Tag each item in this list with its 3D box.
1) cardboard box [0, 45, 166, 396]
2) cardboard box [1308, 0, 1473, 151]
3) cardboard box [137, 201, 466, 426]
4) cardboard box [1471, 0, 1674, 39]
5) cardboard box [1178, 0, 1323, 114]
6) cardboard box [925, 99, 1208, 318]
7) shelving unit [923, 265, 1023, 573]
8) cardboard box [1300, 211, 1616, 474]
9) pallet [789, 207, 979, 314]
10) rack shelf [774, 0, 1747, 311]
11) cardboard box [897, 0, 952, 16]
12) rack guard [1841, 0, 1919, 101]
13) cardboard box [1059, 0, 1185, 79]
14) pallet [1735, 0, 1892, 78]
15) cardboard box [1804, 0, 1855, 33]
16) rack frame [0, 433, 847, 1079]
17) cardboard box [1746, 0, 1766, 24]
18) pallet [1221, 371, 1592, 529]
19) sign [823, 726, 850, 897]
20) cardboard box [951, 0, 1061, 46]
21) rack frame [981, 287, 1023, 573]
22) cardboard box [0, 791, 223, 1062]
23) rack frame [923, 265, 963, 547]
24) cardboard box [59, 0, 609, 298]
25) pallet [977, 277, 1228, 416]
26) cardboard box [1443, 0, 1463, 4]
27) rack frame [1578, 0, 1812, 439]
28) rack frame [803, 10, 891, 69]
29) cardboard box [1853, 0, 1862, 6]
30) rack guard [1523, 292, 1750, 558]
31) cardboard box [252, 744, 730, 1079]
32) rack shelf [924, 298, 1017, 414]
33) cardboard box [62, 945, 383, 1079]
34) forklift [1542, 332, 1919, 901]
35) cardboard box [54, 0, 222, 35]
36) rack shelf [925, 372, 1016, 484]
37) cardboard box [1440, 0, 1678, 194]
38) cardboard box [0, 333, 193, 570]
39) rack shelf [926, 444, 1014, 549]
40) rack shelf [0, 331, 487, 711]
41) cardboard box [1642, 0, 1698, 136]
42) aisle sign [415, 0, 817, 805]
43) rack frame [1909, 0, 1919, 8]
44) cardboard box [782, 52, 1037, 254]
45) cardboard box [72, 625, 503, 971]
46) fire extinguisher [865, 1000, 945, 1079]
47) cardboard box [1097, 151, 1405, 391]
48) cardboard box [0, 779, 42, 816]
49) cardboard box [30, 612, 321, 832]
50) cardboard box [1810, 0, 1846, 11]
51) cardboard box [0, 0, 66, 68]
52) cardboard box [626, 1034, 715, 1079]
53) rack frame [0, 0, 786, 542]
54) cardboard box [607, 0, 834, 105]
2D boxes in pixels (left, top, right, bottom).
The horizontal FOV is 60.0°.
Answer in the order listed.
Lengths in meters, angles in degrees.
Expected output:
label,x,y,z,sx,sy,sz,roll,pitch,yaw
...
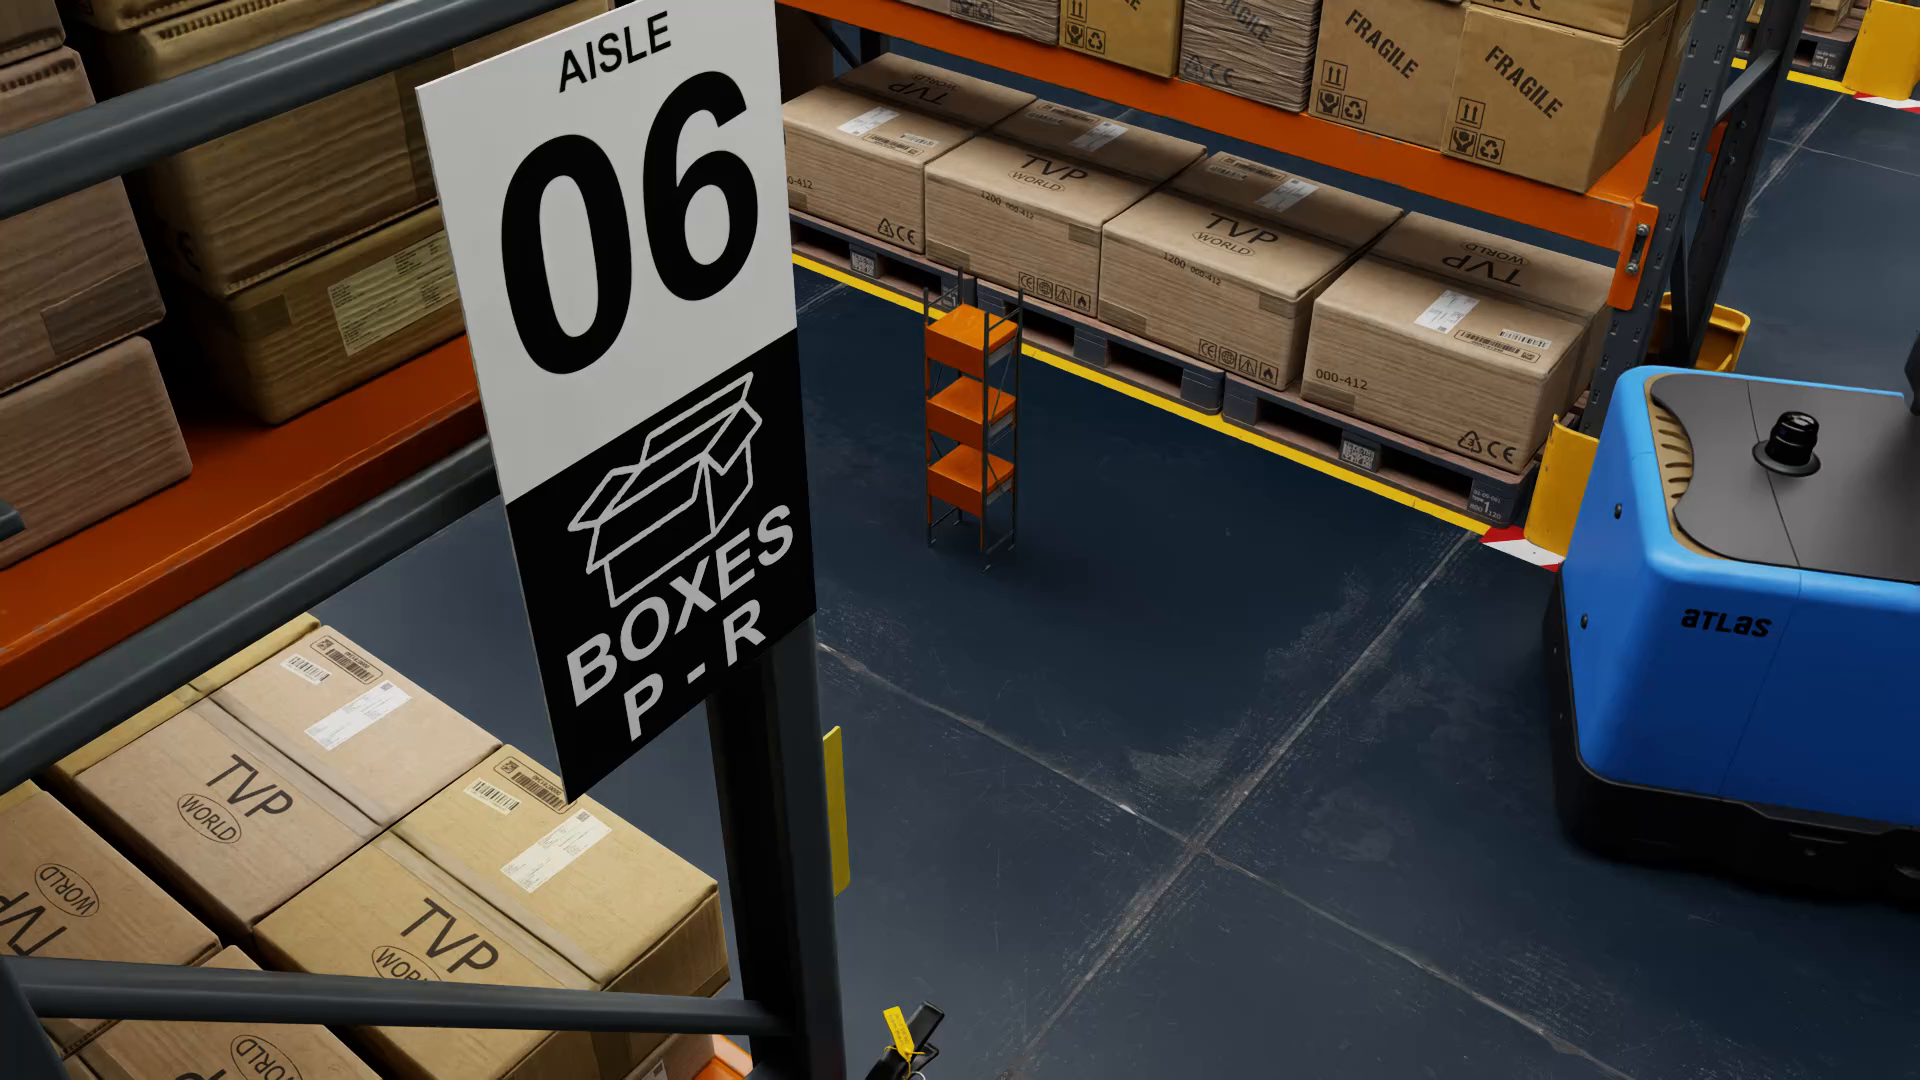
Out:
label,x,y,z,sx,sy,sz,roll,pitch,yaw
cardboard box,-1.044,-0.259,1.349,0.500,0.250,0.500,24,44,28
cardboard box,1.554,-1.704,5.667,0.500,0.500,0.500,24,44,28
cardboard box,-0.637,-0.302,1.727,0.250,0.149,0.380,26,45,29
cardboard box,1.960,-1.916,5.125,0.500,0.500,0.500,27,45,30
cardboard box,1.139,-1.892,5.906,0.500,0.500,0.500,27,45,30
cardboard box,0.455,-1.451,7.161,0.875,0.438,0.875,24,44,27
shelving unit,0.042,-0.393,5.655,0.252,1.050,0.215,25,45,29
cardboard box,1.902,-0.773,6.296,0.875,0.438,0.875,24,44,27
pallet,-0.133,-1.496,7.743,1.213,0.211,1.003,25,45,29
rack shelf,0.899,-1.884,6.561,4.000,0.370,1.077,25,45,29
cardboard box,-0.079,-2.462,6.634,0.500,0.500,0.500,26,45,29
rack guard,5.354,-2.925,9.334,0.348,0.500,1.175,25,45,29
cardboard box,0.721,-2.079,6.145,0.500,0.500,0.500,27,45,30
pallet,4.730,-3.132,9.834,1.213,0.211,1.003,25,45,29
cardboard box,4.870,-3.018,9.398,0.250,0.149,0.380,26,45,29
rack frame,-0.525,1.013,2.277,0.127,3.000,1.000,25,45,29
cardboard box,4.604,-3.065,9.457,0.250,0.149,0.380,27,45,30
pallet,1.805,-0.582,6.576,1.213,0.211,1.003,25,45,29
sign,-0.196,0.407,2.349,0.005,0.325,0.100,25,45,29
cardboard box,0.312,-2.272,6.392,0.500,0.500,0.500,26,45,29
rack frame,0.139,-0.348,5.596,0.008,1.050,0.200,25,45,29
cardboard box,-1.461,0.719,2.533,0.500,0.250,0.500,25,45,29
rack frame,-0.054,-0.439,5.713,0.008,1.050,0.200,25,45,29
cardboard box,-0.712,-0.526,1.690,0.500,0.250,0.500,25,44,28
pallet,0.840,-1.039,7.160,1.213,0.211,1.003,25,45,29
cardboard box,1.527,-2.097,5.357,0.500,0.500,0.500,25,45,29
rack frame,2.487,-1.419,5.383,0.127,3.000,1.000,25,45,29
rack frame,-0.690,-2.917,7.296,0.127,3.000,1.000,25,45,29
cardboard box,5.193,-3.276,9.727,0.250,0.149,0.380,26,45,29
rack guard,2.506,-0.425,6.142,0.348,0.500,1.175,25,45,29
cardboard box,-0.722,0.653,2.617,0.500,0.250,0.500,25,45,29
rack shelf,0.042,-0.608,5.486,0.240,0.259,0.215,25,45,29
cardboard box,-1.052,0.913,2.285,0.500,0.250,0.500,27,45,30
forklift,3.320,-0.355,4.080,3.031,2.935,1.130,8,39,10
cardboard box,-0.725,-0.712,1.522,0.500,0.250,0.500,25,44,28
rack shelf,0.042,-0.385,5.661,0.240,0.259,0.215,25,45,29
cardboard box,1.943,-1.509,5.417,0.500,0.500,0.500,26,45,29
cardboard box,-0.920,-0.075,1.438,0.250,0.149,0.380,27,45,30
rack shelf,0.043,-0.166,5.833,0.240,0.259,0.215,25,45,29
rack shelf,-2.114,-0.634,2.530,4.000,0.370,1.077,25,45,29
cardboard box,2.281,-1.778,5.761,0.500,0.500,0.500,25,44,28
aisle sign,-0.293,-0.129,1.626,0.004,0.787,0.394,25,45,29
rack frame,5.414,-3.880,8.527,0.127,3.000,1.000,25,45,29
cardboard box,-0.256,-1.785,7.589,0.875,0.438,0.875,25,44,28
cardboard box,-1.123,0.465,2.858,0.500,0.250,0.500,26,45,29
fire extinguisher,-0.128,1.019,2.634,0.183,0.674,0.296,25,45,29
cardboard box,1.170,-1.112,6.729,0.875,0.438,0.875,27,45,30
cardboard box,-1.851,0.531,2.772,0.500,0.250,0.500,27,45,30
cardboard box,-1.527,0.276,3.098,0.500,0.250,0.500,24,44,28
cardboard box,4.822,-3.098,9.259,0.250,0.149,0.380,24,44,27
cardboard box,-1.048,-0.452,1.190,0.500,0.250,0.500,24,44,27
cardboard box,-0.620,0.855,2.683,0.250,0.149,0.380,25,44,28
rack frame,-0.525,-1.349,0.427,0.127,3.000,1.000,25,45,29
cardboard box,-1.231,-2.438,8.068,0.875,0.875,0.875,27,45,30
